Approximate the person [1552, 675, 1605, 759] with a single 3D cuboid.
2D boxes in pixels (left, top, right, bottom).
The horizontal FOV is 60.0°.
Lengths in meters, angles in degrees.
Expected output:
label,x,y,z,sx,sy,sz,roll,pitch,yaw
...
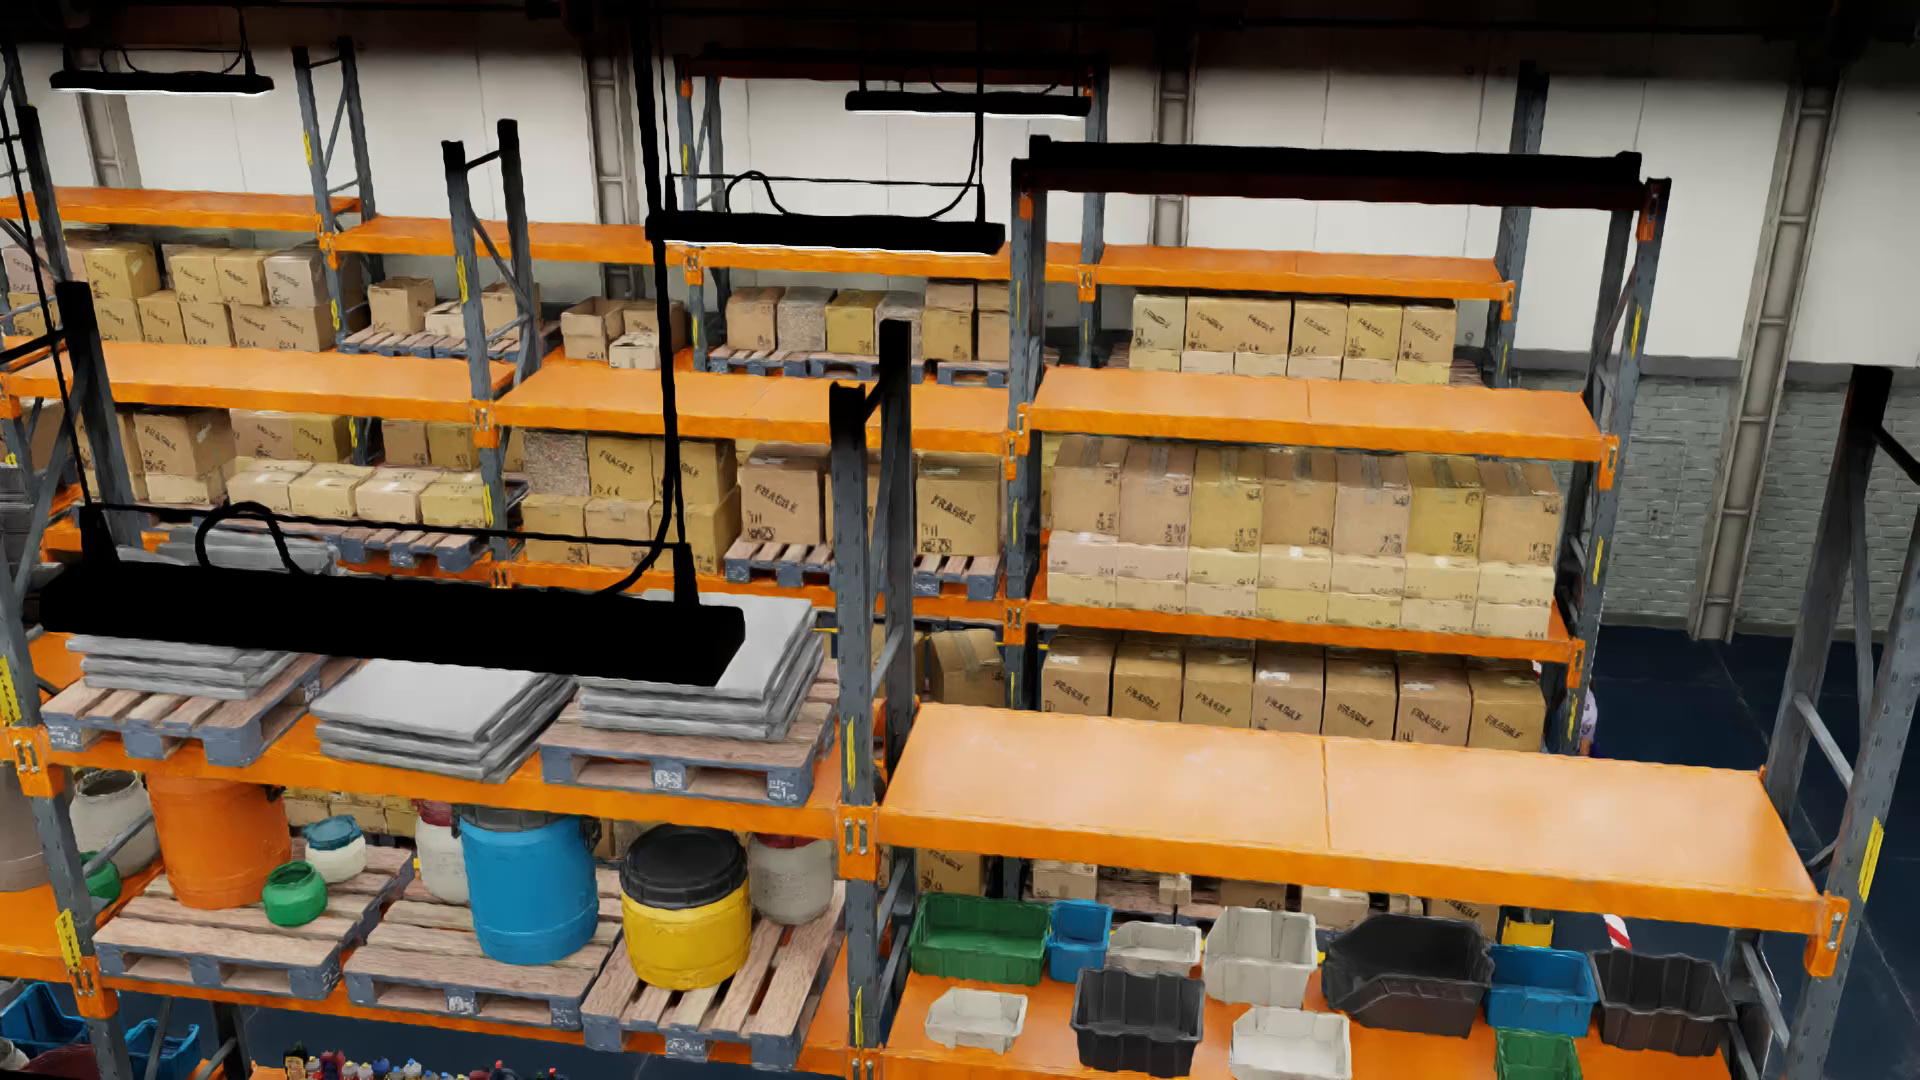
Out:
label,x,y,z,sx,sy,sz,roll,pitch,yaw
person,5.206,1.804,14.060,1.082,1.562,0.479,3,23,7
